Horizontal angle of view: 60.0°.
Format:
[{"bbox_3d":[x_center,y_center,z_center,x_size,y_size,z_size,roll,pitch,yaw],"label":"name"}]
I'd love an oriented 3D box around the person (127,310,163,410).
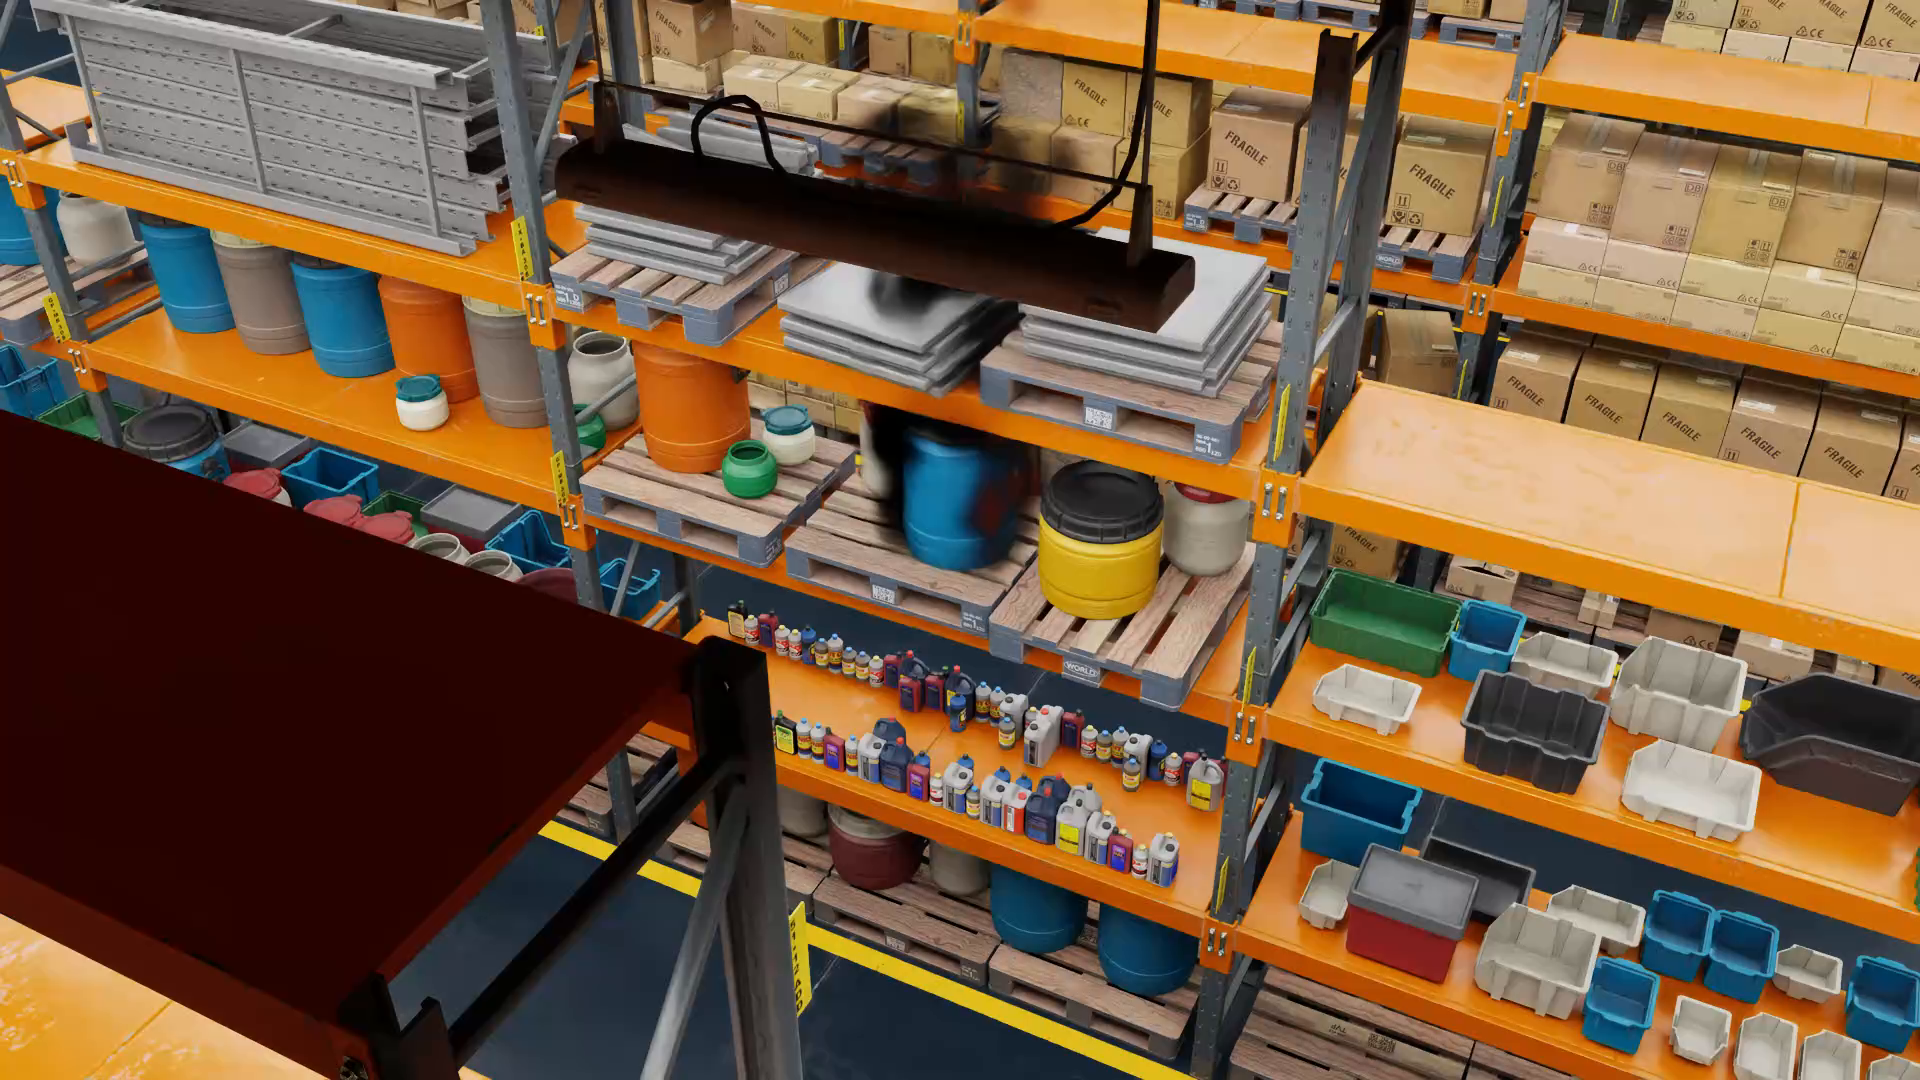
[{"bbox_3d":[-6.984,-1.456,14.491,0.823,1.665,0.626,5,35,7],"label":"person"}]
